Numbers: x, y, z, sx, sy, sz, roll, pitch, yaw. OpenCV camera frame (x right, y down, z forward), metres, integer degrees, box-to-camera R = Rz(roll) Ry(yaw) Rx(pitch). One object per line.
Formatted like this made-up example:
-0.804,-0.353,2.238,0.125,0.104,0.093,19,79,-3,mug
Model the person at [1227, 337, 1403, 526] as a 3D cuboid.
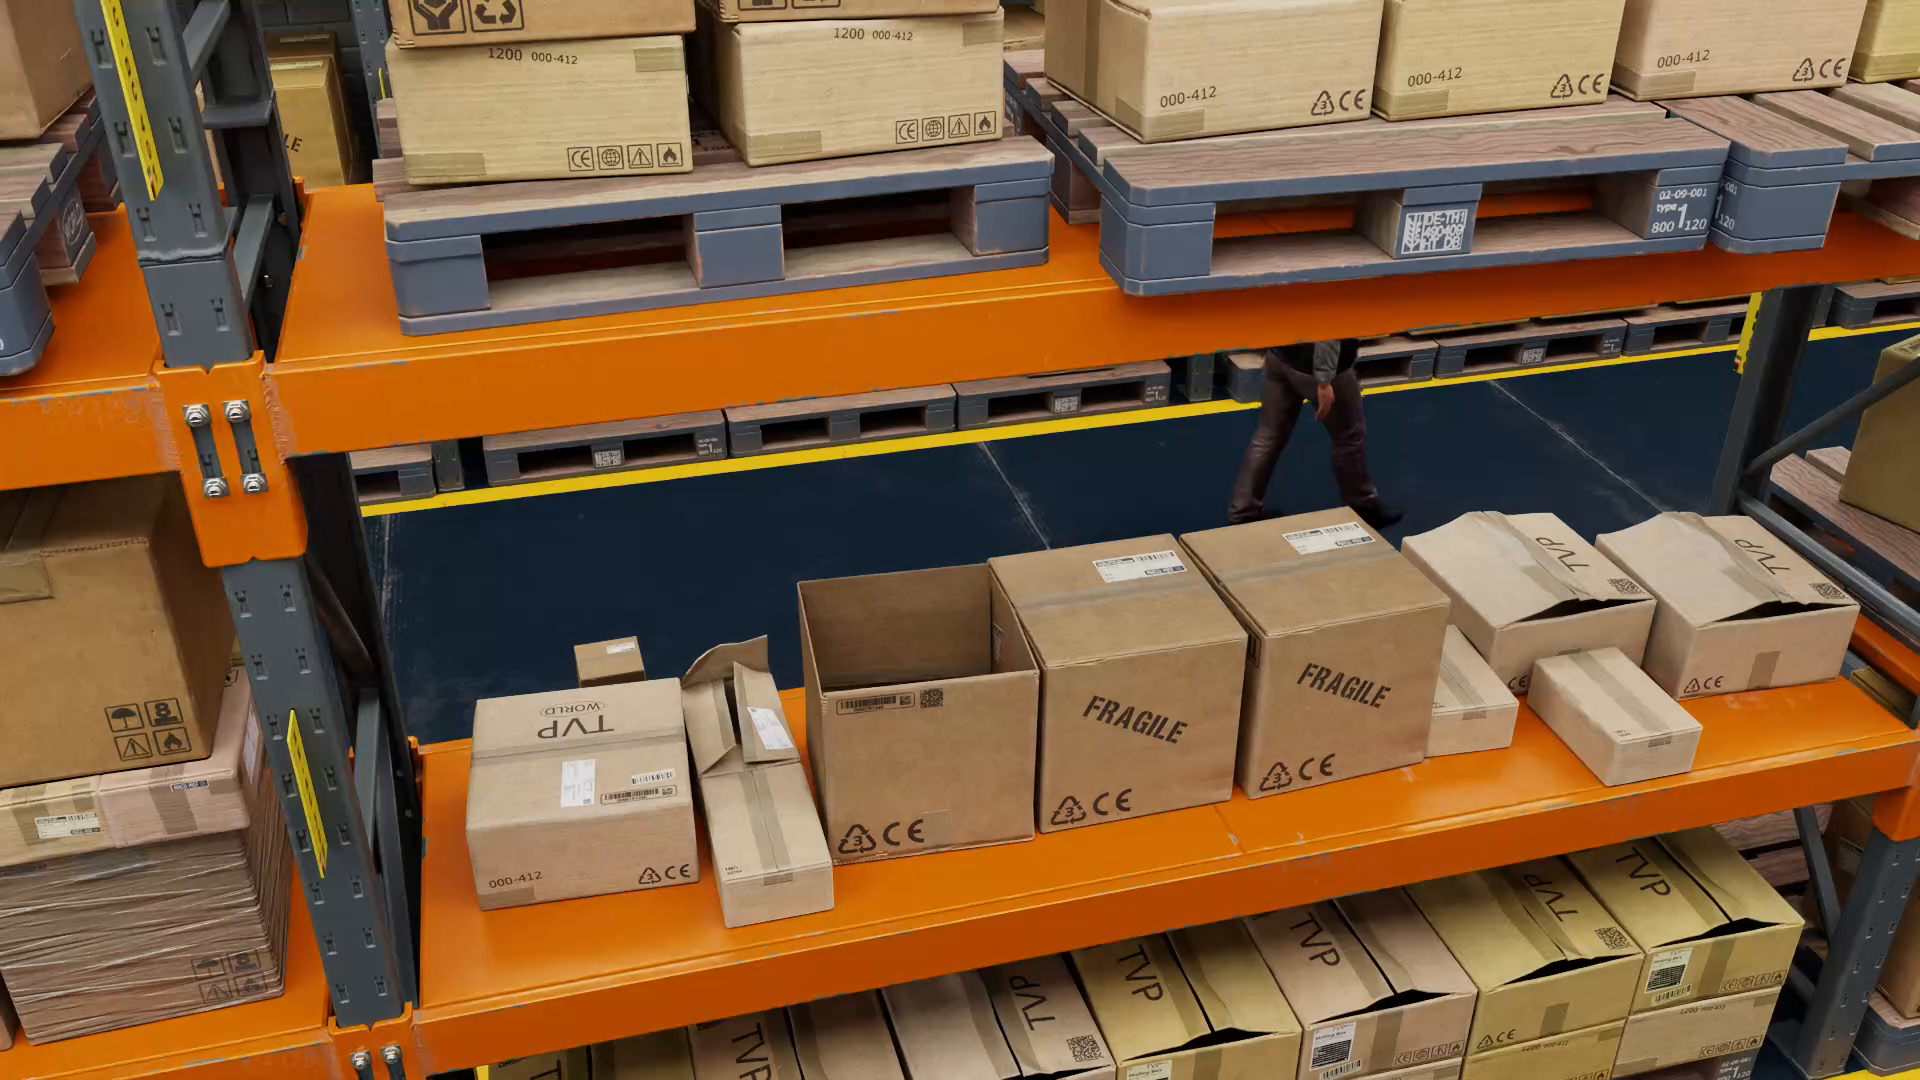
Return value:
1.662,-0.829,7.577,0.881,1.708,0.572,-14,33,-23,person
